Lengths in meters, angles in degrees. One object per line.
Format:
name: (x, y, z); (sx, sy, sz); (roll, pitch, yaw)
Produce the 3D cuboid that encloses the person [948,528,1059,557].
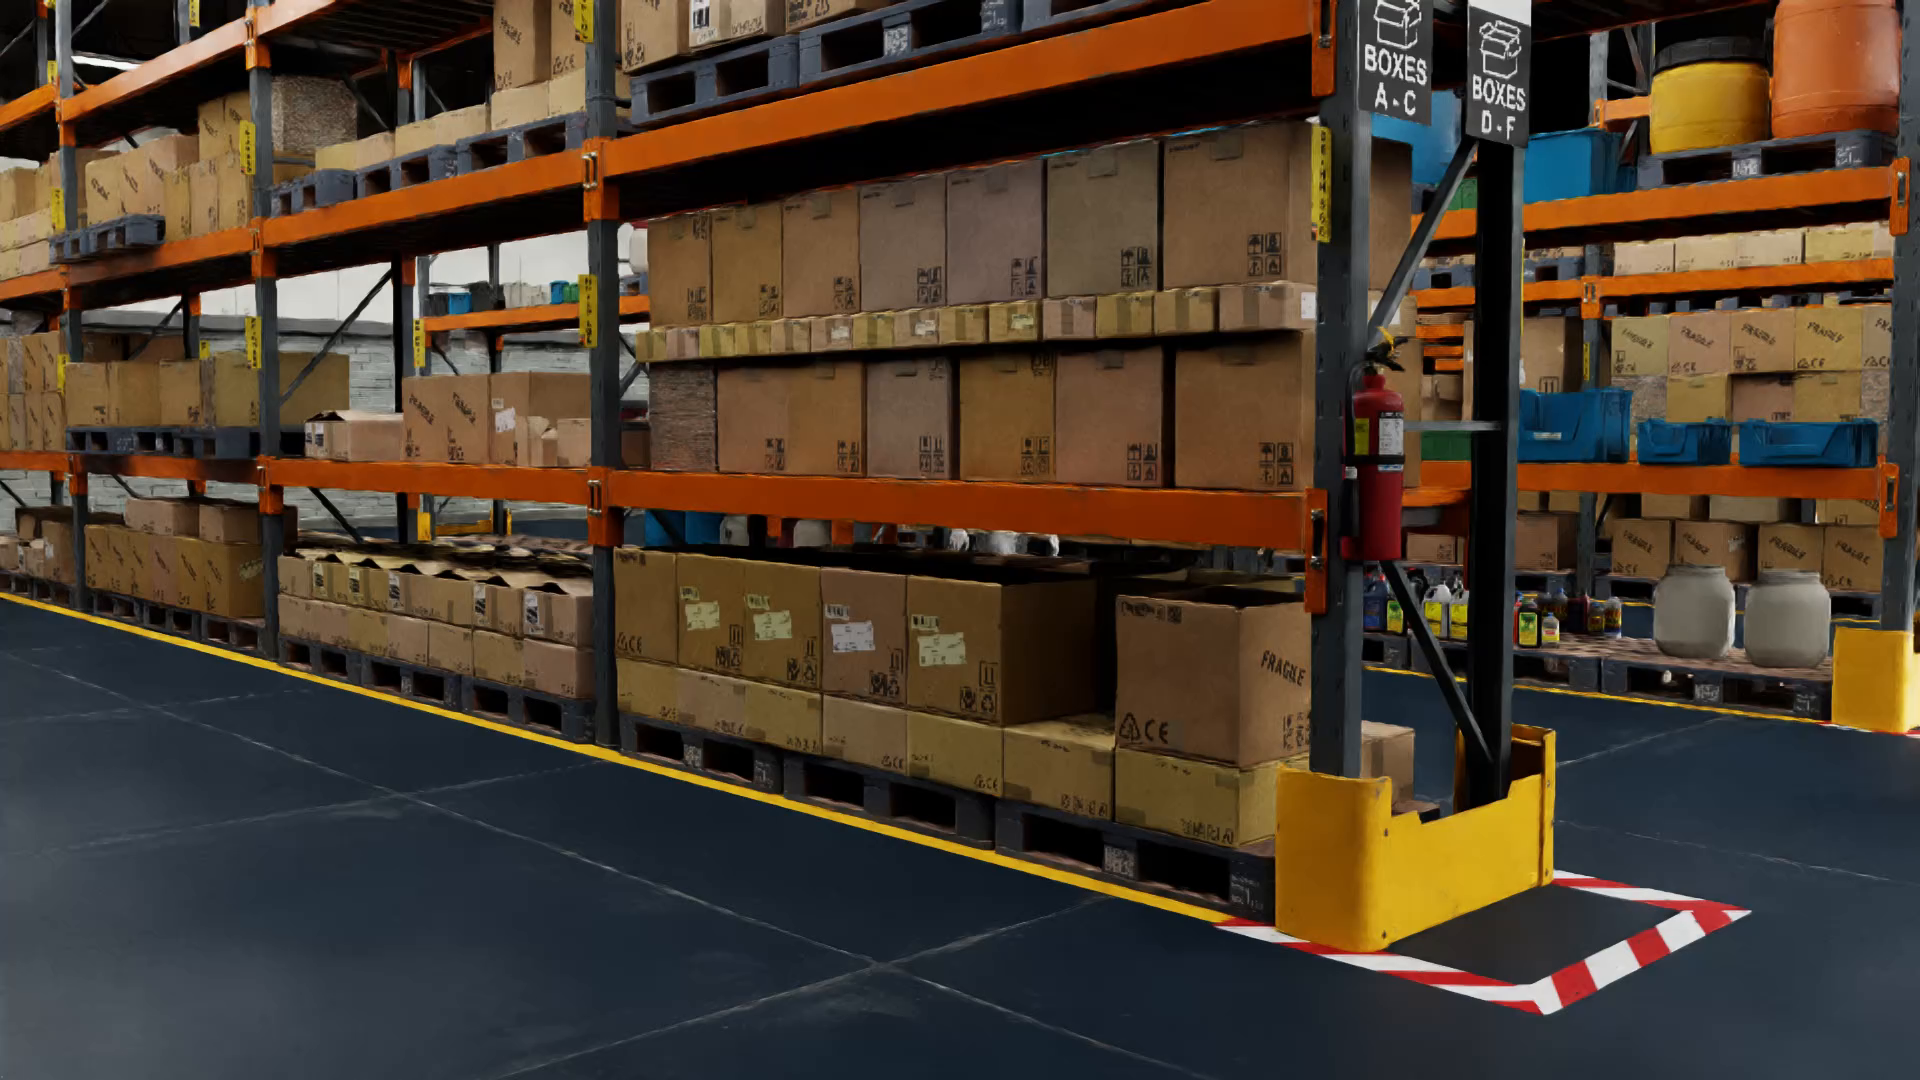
person: (0.337, -0.052, 9.834); (0.992, 1.727, 0.584); (4, 5, 45)
